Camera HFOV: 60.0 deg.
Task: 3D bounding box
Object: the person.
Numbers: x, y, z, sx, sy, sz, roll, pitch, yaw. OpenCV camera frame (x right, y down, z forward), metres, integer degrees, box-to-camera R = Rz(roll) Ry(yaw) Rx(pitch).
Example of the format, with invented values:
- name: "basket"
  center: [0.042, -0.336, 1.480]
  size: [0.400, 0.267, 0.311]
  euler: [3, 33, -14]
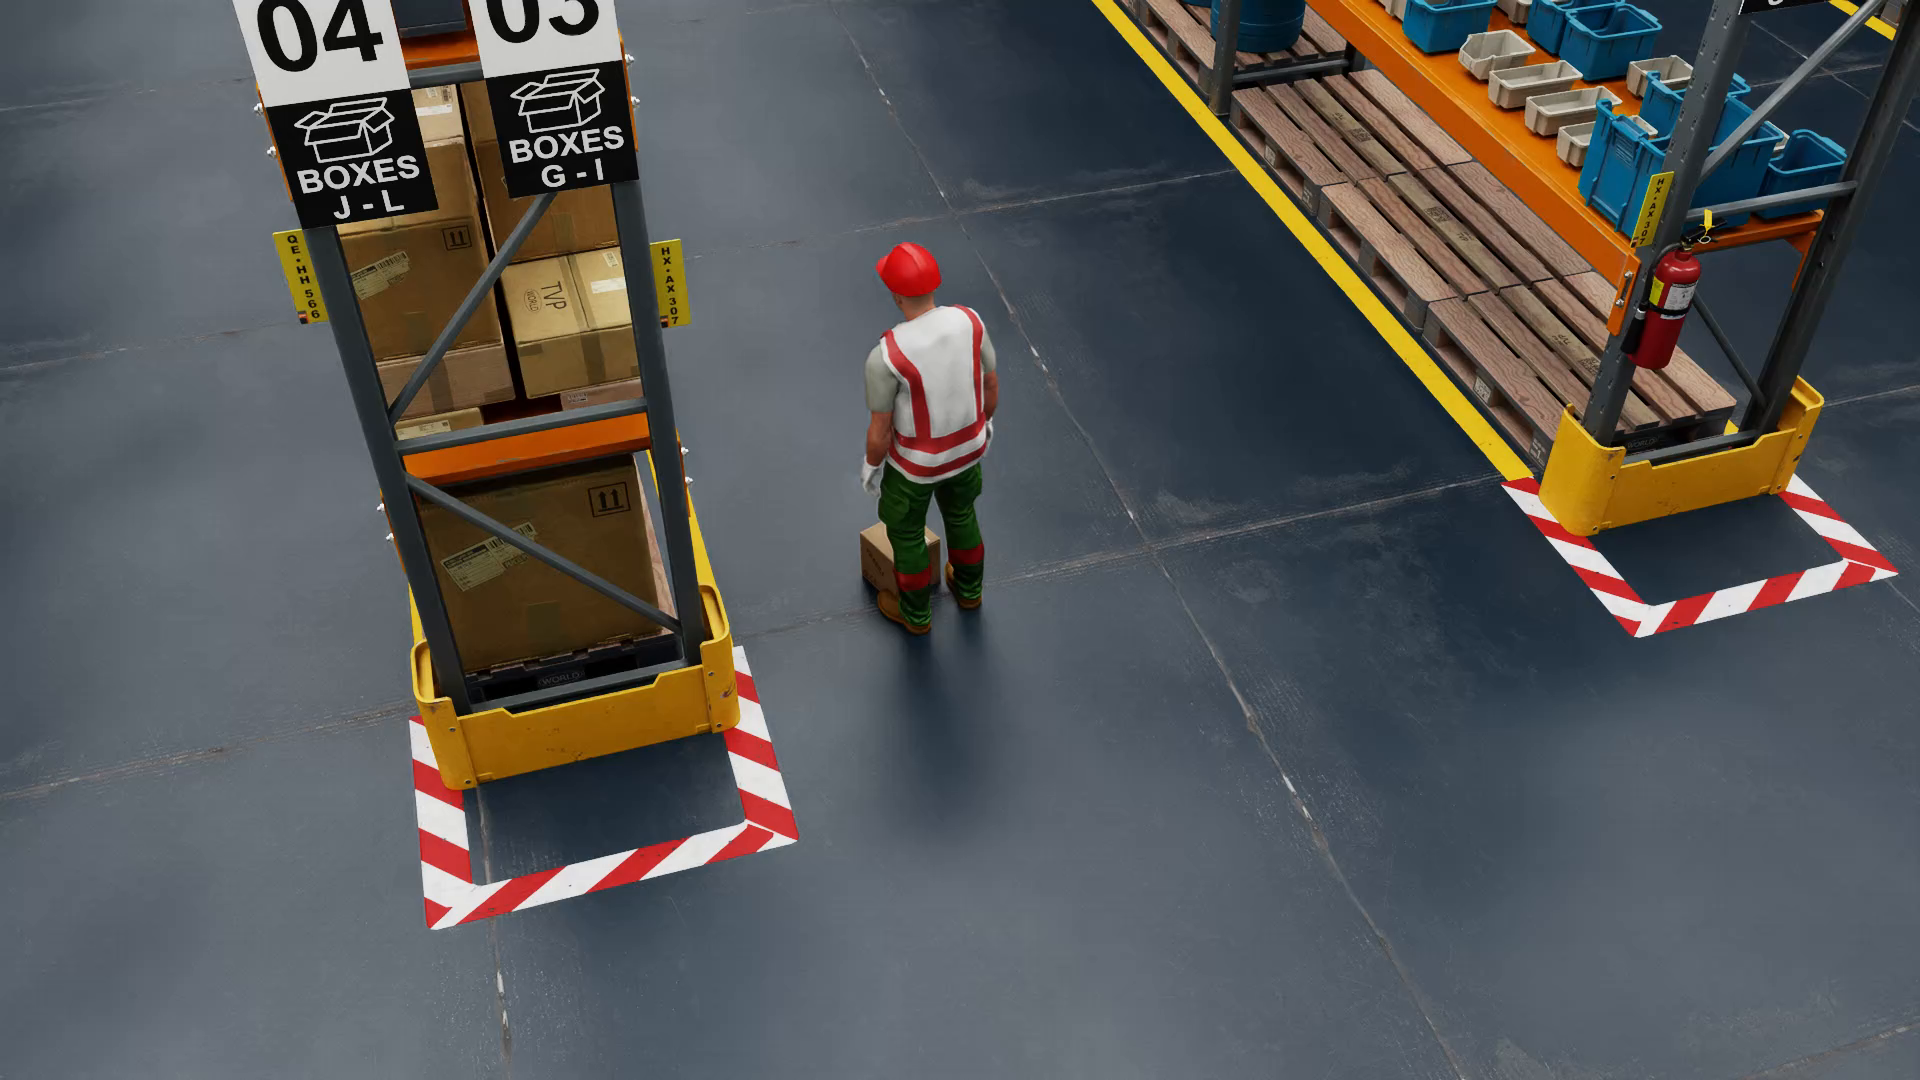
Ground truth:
- name: "person"
  center: [-0.124, -0.369, 6.561]
  size: [0.604, 1.778, 0.453]
  euler: [-23, 47, -24]
